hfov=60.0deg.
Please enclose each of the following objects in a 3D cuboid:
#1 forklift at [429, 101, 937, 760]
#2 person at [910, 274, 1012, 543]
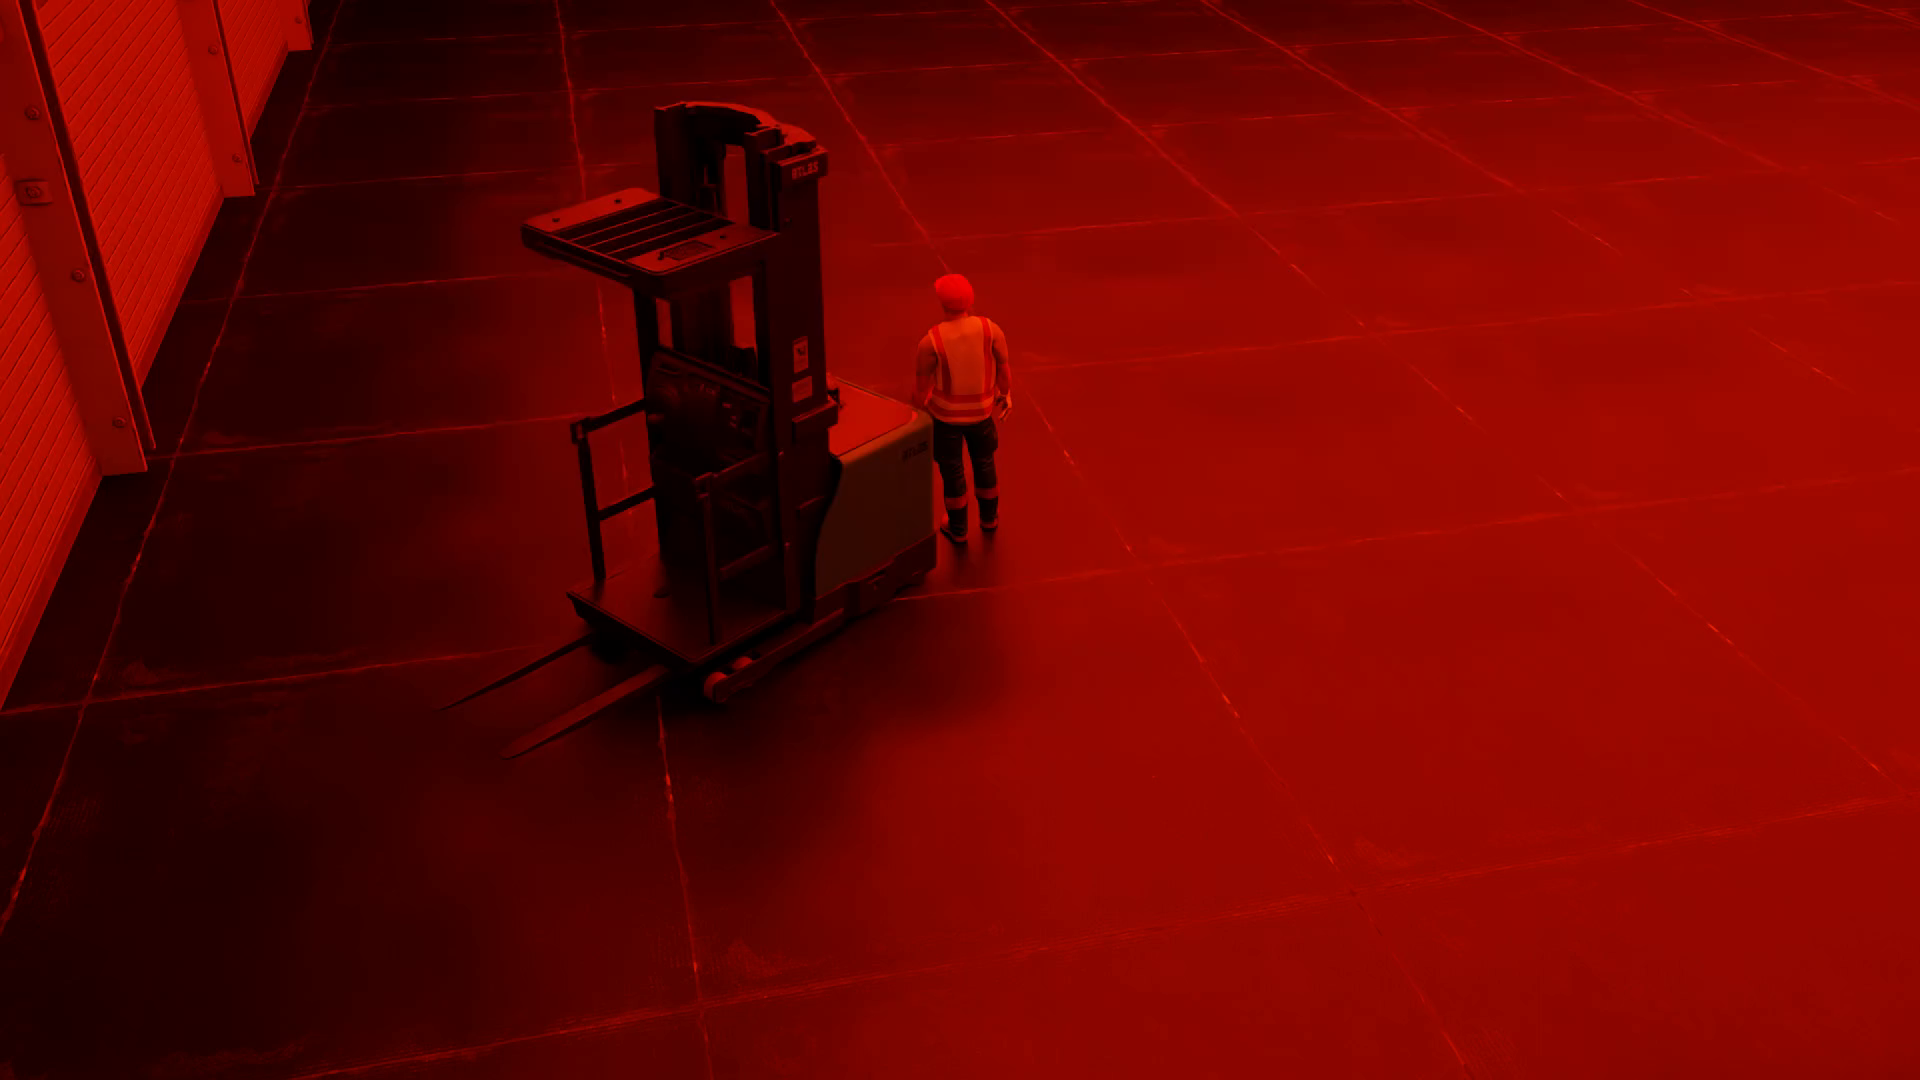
[{"bbox_3d":[-1.489,-0.674,8.739,1.130,2.935,3.031,24,38,35],"label":"forklift"},{"bbox_3d":[-0.006,-0.821,10.118,0.637,1.787,0.564,-7,31,-12],"label":"person"}]
